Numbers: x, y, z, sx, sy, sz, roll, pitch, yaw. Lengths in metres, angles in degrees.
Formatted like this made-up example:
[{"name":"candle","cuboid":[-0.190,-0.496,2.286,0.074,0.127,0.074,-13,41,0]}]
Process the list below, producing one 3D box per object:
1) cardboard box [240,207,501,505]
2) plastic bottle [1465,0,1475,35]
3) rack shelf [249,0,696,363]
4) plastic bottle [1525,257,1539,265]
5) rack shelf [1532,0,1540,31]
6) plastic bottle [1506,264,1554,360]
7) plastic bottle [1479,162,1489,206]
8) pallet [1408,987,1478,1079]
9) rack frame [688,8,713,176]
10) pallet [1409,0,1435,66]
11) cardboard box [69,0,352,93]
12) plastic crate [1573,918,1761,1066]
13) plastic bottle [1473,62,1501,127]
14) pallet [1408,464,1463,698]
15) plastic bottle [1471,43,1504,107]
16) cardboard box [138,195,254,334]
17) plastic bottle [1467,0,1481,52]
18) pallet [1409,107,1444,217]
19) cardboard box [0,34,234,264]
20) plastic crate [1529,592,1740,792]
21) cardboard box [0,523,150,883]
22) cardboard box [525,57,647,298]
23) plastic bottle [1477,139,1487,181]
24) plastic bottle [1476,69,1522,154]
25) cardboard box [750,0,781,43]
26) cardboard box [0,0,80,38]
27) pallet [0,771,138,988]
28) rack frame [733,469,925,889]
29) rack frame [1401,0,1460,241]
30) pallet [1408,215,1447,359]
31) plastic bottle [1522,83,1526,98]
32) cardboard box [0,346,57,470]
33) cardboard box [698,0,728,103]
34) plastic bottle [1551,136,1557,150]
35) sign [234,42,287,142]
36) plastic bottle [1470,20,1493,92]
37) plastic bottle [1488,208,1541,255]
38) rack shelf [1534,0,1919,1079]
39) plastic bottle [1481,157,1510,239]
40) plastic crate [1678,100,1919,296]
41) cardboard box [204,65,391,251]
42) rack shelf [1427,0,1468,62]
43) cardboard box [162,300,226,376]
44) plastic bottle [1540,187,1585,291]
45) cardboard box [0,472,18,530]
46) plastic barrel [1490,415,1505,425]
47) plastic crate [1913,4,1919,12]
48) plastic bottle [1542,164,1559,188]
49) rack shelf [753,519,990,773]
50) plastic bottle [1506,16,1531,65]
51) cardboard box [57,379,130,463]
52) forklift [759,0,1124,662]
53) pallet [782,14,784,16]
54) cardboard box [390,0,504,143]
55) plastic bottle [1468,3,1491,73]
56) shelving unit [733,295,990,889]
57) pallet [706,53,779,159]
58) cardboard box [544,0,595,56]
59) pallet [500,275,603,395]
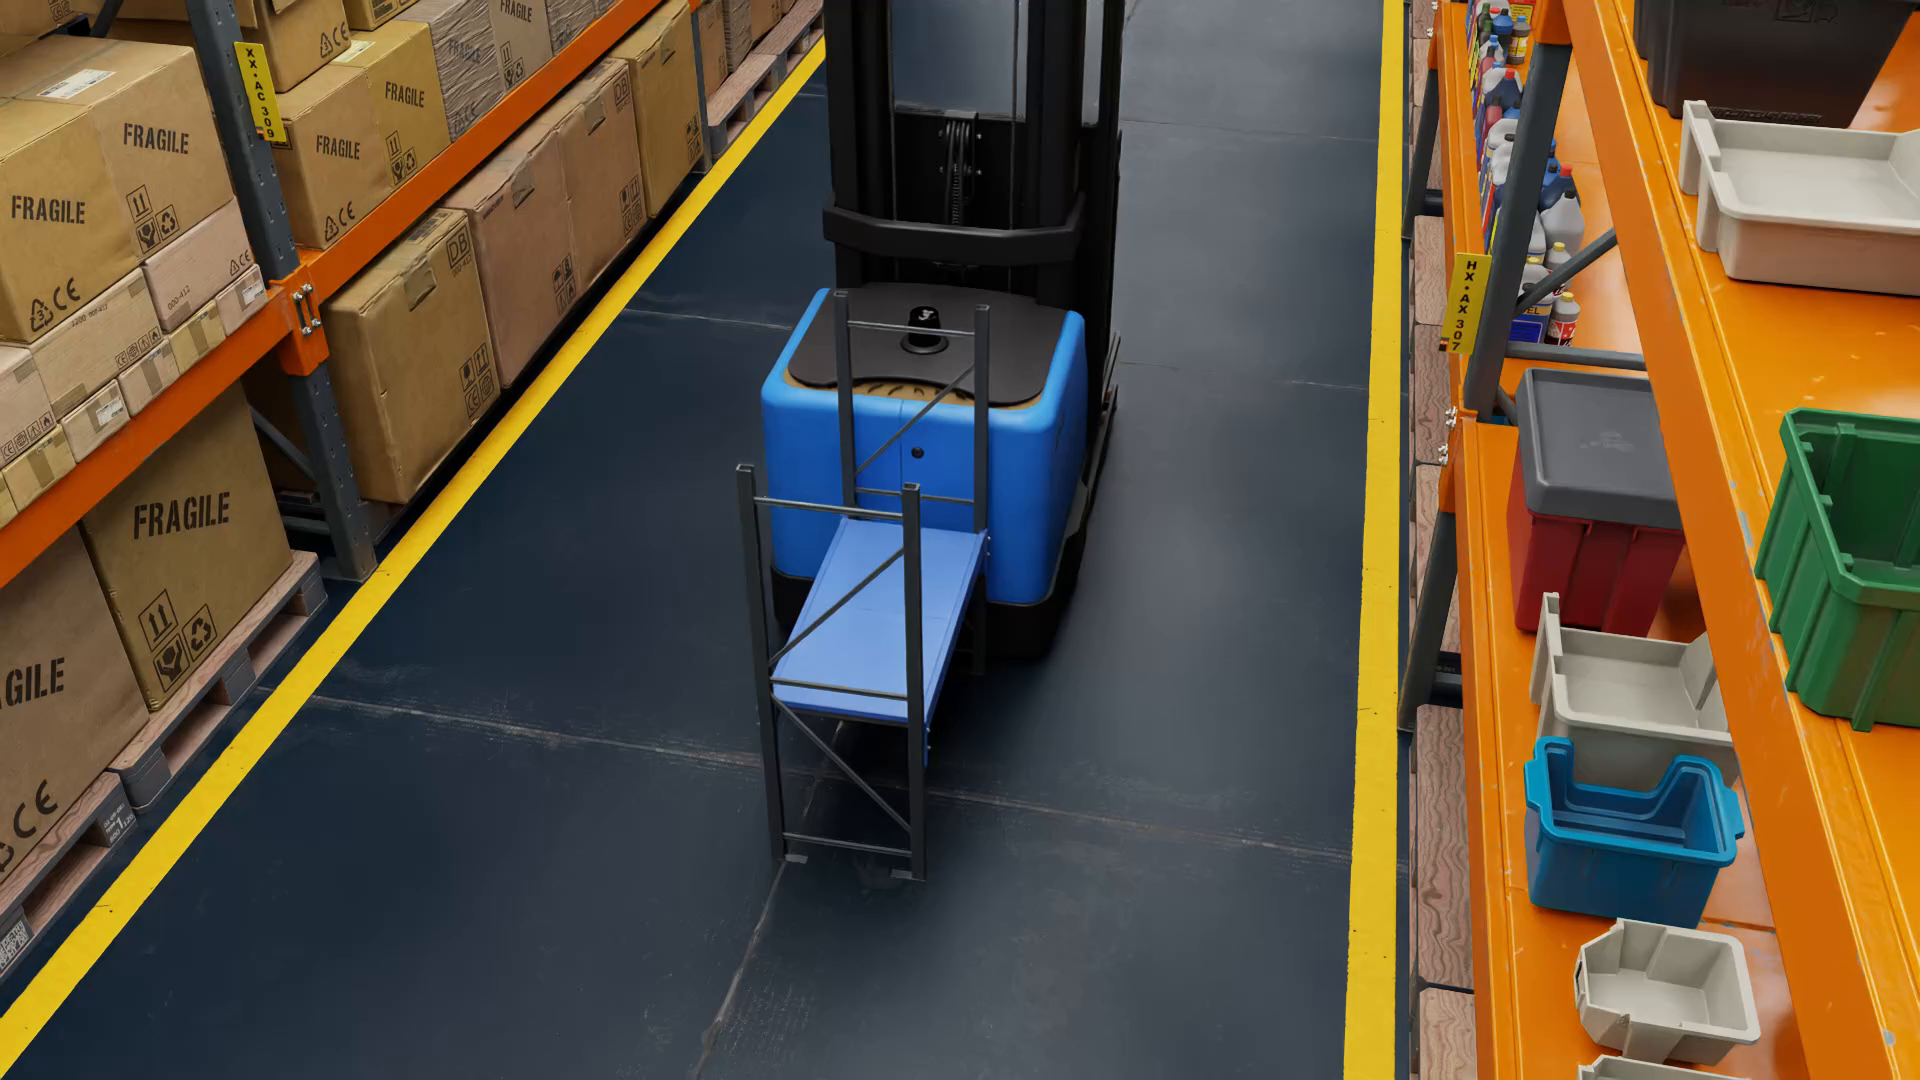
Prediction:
[{"name":"cardboard box","cuboid":[-2.691,-0.814,6.770,1.225,0.875,0.875,7,37,10]},{"name":"plastic bottle","cuboid":[2.425,-2.485,7.732,0.097,0.271,0.097,0,36,0]},{"name":"rack shelf","cuboid":[-2.381,-1.991,7.554,1.077,0.370,4.000,7,37,10]},{"name":"plastic bottle","cuboid":[1.884,-0.839,5.521,0.097,0.201,0.097,0,36,0]},{"name":"rack shelf","cuboid":[2.457,-2.584,5.817,1.077,0.370,4.000,7,37,10]},{"name":"plastic bottle","cuboid":[1.798,-0.731,5.308,0.152,0.276,0.135,7,37,10]},{"name":"plastic bottle","cuboid":[2.011,-1.346,6.221,0.097,0.201,0.097,0,36,0]},{"name":"pallet","cuboid":[1.652,1.743,4.166,1.003,0.211,1.213,7,37,10]},{"name":"rack frame","cuboid":[-1.954,-3.429,8.924,1.000,3.000,0.127,7,37,10]},{"name":"pallet","cuboid":[3.609,-3.517,11.422,1.003,0.211,1.213,7,37,10]},{"name":"cardboard box","cuboid":[-2.680,-1.949,5.943,0.797,0.503,0.637,6,36,9]},{"name":"plastic crate","cuboid":[1.330,0.872,3.165,0.298,0.136,0.250,7,37,10]},{"name":"plastic bottle","cuboid":[2.178,-1.823,6.819,0.097,0.271,0.097,0,36,0]},{"name":"pallet","cuboid":[2.236,0.177,6.325,1.003,0.211,1.213,7,37,10]},{"name":"plastic bottle","cuboid":[2.227,-1.955,7.001,0.097,0.271,0.097,0,36,0]},{"name":"cardboard box","cuboid":[-2.647,-0.909,5.322,0.500,0.250,0.500,7,36,9]},{"name":"plastic bottle","cuboid":[2.361,-2.370,7.564,0.061,0.283,0.133,7,37,10]},{"name":"pallet","cuboid":[3.088,-2.118,9.492,1.003,0.211,1.213,7,37,10]},{"name":"cardboard box","cuboid":[-2.646,-1.202,5.087,0.500,0.500,0.500,8,37,11]},{"name":"plastic crate","cuboid":[1.524,0.362,3.745,0.437,0.282,0.530,7,37,10]},{"name":"cardboard box","cuboid":[-3.220,0.439,5.041,0.875,0.875,0.875,7,37,10]},{"name":"cardboard box","cuboid":[-2.320,-1.835,8.179,1.225,0.875,0.875,7,37,10]},{"name":"plastic bottle","cuboid":[2.060,-1.479,6.404,0.097,0.201,0.097,0,36,0]},{"name":"plastic bottle","cuboid":[2.142,-1.694,6.573,0.144,0.351,0.185,7,37,10]},{"name":"cardboard box","cuboid":[-1.610,-3.627,10.953,0.700,0.500,0.500,10,37,14]},{"name":"cardboard box","cuboid":[-6.560,-3.705,10.865,1.050,0.750,0.750,7,36,9]},{"name":"pallet","cuboid":[-3.306,1.121,5.023,1.003,0.211,1.213,7,37,10]},{"name":"rack frame","cuboid":[-0.358,0.453,4.846,0.500,1.500,0.032,7,36,9]},{"name":"rack frame","cuboid":[2.884,-2.808,8.068,1.000,3.000,0.127,7,37,10]},{"name":"pallet","cuboid":[2.757,-1.221,8.255,1.003,0.211,1.213,7,37,10]},{"name":"plastic bottle","cuboid":[2.319,-1.752,6.653,0.144,0.351,0.185,7,37,10]},{"name":"cardboard box","cuboid":[-2.864,-0.319,4.509,0.500,0.250,0.500,8,37,11]},{"name":"cardboard box","cuboid":[-1.831,-2.981,10.062,0.700,0.500,0.500,5,36,8]},{"name":"plastic bottle","cuboid":[2.188,-1.433,6.280,0.097,0.271,0.097,0,36,0]},{"name":"sign","cuboid":[-2.266,-1.449,5.388,0.100,0.325,0.005,7,37,10]},{"name":"plastic bottle","cuboid":[2.255,-2.084,7.169,0.061,0.283,0.133,7,37,10]},{"name":"plastic bottle","cuboid":[1.907,-1.063,5.702,0.144,0.351,0.185,7,37,10]},{"name":"rack shelf","cuboid":[1.603,-0.291,2.653,1.077,0.370,4.000,7,37,10]},{"name":"plastic bottle","cuboid":[1.984,-1.229,5.996,0.152,0.276,0.135,7,37,10]},{"name":"plastic crate","cuboid":[1.375,-0.545,2.614,0.437,0.136,0.530,7,37,10]},{"name":"cardboard box","cuboid":[-2.466,-1.408,6.052,0.500,0.500,0.500,7,37,10]},{"name":"rack shelf","cuboid":[3.312,-3.663,9.861,1.077,0.370,4.000,7,37,10]},{"name":"cardboard box","cuboid":[-2.609,-0.670,5.332,0.380,0.149,0.250,8,37,11]},{"name":"plastic bottle","cuboid":[2.048,-1.044,5.677,0.144,0.351,0.185,7,37,10]},{"name":"cardboard box","cuboid":[-2.828,-0.081,4.520,0.380,0.149,0.250,7,36,9]},{"name":"plastic barrel","cuboid":[2.314,-0.551,6.384,0.600,0.901,0.708,7,37,10]},{"name":"plastic crate","cuboid":[2.235,-1.362,3.698,0.450,0.188,0.662,7,37,10]},{"name":"plastic bottle","cuboid":[2.110,-1.222,5.990,0.097,0.271,0.097,0,36,0]},{"name":"rack shelf","cuboid":[-0.259,0.306,5.356,0.538,0.185,1.000,7,36,9]},{"name":"plastic bottle","cuboid":[2.503,-2.249,7.467,0.097,0.201,0.097,0,36,0]},{"name":"cardboard box","cuboid":[-2.718,-0.376,4.926,0.380,0.149,0.250,8,37,11]},{"name":"forklift","cuboid":[0.090,-1.607,6.469,1.130,2.935,3.031,7,36,9]},{"name":"pallet","cuboid":[-1.265,-4.146,12.291,1.003,0.211,1.213,7,37,10]},{"name":"cardboard box","cuboid":[-2.252,-1.983,6.845,0.500,0.500,0.500,7,36,9]},{"name":"plastic bottle","cuboid":[2.304,-2.217,7.352,0.061,0.283,0.133,7,37,10]},{"name":"shelving unit","cuboid":[-0.259,0.161,5.250,0.538,1.500,1.048,7,36,9]},{"name":"pallet","cuboid":[-1.786,-2.747,10.361,1.003,0.211,1.213,7,37,10]},{"name":"cardboard box","cuboid":[-2.038,-2.572,7.657,0.500,0.500,0.500,6,36,8]},{"name":"pallet","cuboid":[-2.459,-1.160,8.170,1.003,0.211,1.213,7,37,10]}]
